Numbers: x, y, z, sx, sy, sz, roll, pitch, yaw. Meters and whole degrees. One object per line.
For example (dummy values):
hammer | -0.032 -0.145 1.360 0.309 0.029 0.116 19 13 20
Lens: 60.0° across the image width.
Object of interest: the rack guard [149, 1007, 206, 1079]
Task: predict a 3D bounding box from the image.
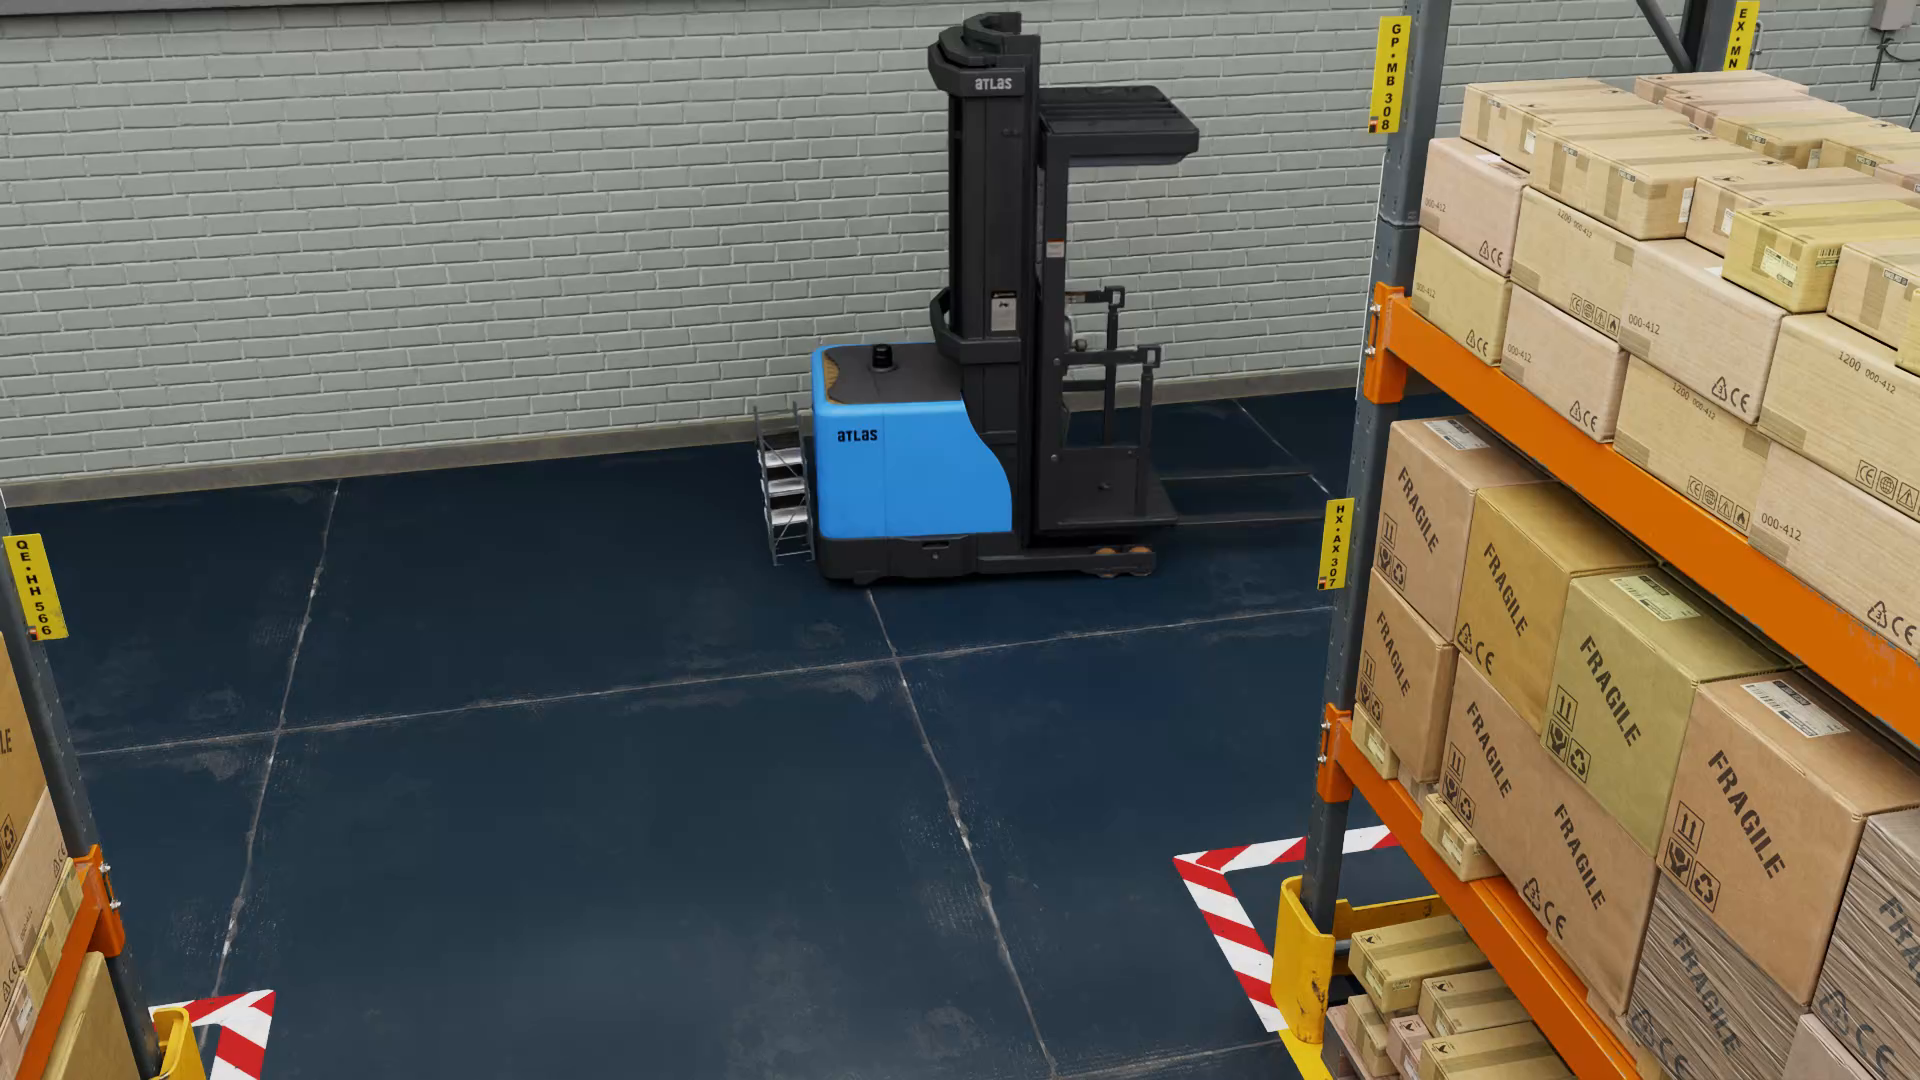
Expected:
rack guard | -3.101 1.911 5.410 1.175 0.500 0.348 -6 27 -12

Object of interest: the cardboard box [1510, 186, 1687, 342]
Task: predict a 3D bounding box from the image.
cardboard box | 1.724 -0.701 4.093 0.500 0.250 0.500 -6 27 -12

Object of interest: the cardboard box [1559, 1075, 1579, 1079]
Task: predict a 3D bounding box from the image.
cardboard box | 1.794 1.763 4.966 0.380 0.149 0.250 -7 28 -14

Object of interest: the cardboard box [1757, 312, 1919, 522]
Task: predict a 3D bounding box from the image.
cardboard box | 1.942 -0.256 3.212 0.500 0.250 0.500 -7 28 -14

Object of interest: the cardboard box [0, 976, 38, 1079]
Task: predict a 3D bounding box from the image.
cardboard box | -2.579 1.265 4.193 0.380 0.149 0.250 -6 27 -11

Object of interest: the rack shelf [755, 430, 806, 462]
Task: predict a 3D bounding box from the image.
rack shelf | -0.998 -0.523 9.249 0.258 0.077 0.200 -8 28 -10

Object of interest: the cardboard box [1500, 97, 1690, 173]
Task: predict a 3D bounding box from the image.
cardboard box | 1.651 -1.048 4.338 0.380 0.149 0.250 -5 27 -10

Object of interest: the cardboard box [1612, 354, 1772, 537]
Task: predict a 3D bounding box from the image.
cardboard box | 1.855 -0.247 3.747 0.500 0.250 0.500 -7 28 -13

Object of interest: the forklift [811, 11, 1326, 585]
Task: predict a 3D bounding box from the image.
forklift | 0.683 -1.329 9.131 3.031 2.935 1.130 -3 27 -5

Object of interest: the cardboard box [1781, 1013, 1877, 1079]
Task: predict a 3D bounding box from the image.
cardboard box | 2.050 1.294 3.416 0.500 0.500 0.500 -6 27 -12

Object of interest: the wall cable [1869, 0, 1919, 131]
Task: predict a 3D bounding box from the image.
wall cable | 6.645 -3.277 11.786 0.588 1.984 0.122 -6 27 -12

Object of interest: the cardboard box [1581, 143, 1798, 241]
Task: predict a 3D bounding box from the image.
cardboard box | 1.695 -0.815 3.876 0.380 0.149 0.250 -6 27 -11

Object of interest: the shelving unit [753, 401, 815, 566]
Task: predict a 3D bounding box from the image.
shelving unit | -0.987 -0.313 9.357 0.258 0.900 0.210 -8 28 -10

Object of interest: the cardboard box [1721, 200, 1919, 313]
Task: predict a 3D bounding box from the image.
cardboard box | 1.822 -0.587 3.425 0.380 0.149 0.250 -5 27 -10

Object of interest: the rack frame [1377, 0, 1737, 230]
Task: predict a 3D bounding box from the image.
rack frame | 1.759 -2.332 4.384 1.000 3.000 0.127 -6 27 -12

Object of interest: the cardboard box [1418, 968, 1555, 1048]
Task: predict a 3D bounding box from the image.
cardboard box | 1.726 1.539 5.410 0.380 0.149 0.250 -5 27 -11

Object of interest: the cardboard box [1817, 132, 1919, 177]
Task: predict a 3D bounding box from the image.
cardboard box | 2.304 -0.875 3.996 0.380 0.149 0.250 -6 27 -11

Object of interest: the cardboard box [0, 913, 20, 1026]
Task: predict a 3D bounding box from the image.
cardboard box | -2.614 1.148 3.983 0.500 0.250 0.500 -6 27 -12

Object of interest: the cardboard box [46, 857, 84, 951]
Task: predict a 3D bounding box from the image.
cardboard box | -2.695 1.040 4.639 0.380 0.149 0.250 -5 27 -11

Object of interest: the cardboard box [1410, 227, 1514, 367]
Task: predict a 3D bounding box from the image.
cardboard box | 1.612 -0.703 4.652 0.500 0.250 0.500 -5 27 -10

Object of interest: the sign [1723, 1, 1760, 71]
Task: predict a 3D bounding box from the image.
sign | 2.305 -1.436 4.955 0.100 0.325 0.005 -6 27 -12

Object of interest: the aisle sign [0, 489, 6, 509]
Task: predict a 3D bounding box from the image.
aisle sign | -2.820 -0.417 4.363 0.394 0.787 0.004 -6 27 -12

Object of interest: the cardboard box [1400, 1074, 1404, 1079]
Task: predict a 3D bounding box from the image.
cardboard box | 1.704 1.800 5.552 0.380 0.149 0.250 -6 27 -12

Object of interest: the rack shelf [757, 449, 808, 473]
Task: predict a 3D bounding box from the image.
rack shelf | -0.993 -0.443 9.290 0.258 0.077 0.200 -8 28 -10

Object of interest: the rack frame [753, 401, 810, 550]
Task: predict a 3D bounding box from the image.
rack frame | -1.009 -0.358 9.446 0.240 0.900 0.006 -8 28 -10

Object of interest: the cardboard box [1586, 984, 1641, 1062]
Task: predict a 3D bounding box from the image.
cardboard box | 1.876 1.197 4.328 0.380 0.149 0.250 -6 27 -13

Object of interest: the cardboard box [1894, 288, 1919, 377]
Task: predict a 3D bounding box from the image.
cardboard box | 1.930 -0.355 2.965 0.380 0.149 0.250 -6 27 -12

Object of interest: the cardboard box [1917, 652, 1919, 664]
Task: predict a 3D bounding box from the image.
cardboard box | 2.071 0.198 2.865 0.500 0.250 0.500 -6 27 -12

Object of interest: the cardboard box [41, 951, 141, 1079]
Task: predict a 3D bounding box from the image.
cardboard box | -2.874 1.839 4.669 0.875 0.875 0.875 -6 27 -12

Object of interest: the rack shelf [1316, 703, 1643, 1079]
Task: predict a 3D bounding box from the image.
rack shelf | 2.210 1.545 4.158 1.077 0.370 4.000 -6 27 -12

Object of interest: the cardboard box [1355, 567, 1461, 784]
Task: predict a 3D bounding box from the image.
cardboard box | 1.591 0.394 5.200 0.500 0.500 0.500 -5 27 -9

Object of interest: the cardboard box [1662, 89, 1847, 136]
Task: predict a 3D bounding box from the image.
cardboard box | 2.102 -1.095 4.431 0.380 0.149 0.250 -6 27 -11

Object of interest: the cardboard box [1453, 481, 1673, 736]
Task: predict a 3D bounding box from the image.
cardboard box | 1.722 0.167 4.539 0.500 0.500 0.500 -5 27 -10

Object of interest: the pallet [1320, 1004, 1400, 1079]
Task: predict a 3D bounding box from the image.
pallet | 1.925 1.984 5.584 1.003 0.211 1.213 -6 27 -12

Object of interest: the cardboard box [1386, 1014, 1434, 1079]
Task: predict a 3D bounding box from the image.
cardboard box | 1.634 1.680 5.460 0.380 0.149 0.250 -6 27 -12

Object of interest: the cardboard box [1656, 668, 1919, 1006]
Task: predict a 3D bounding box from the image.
cardboard box | 1.936 0.621 3.640 0.500 0.500 0.500 -7 28 -13

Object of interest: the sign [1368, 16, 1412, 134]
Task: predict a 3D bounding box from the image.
sign | 1.231 -1.328 4.754 0.100 0.325 0.005 -6 27 -12

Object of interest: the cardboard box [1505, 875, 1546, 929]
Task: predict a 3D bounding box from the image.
cardboard box | 1.811 0.965 4.789 0.380 0.149 0.250 -5 27 -9

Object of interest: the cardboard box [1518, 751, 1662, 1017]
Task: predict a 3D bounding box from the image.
cardboard box | 1.835 0.842 4.311 0.500 0.500 0.500 -6 27 -11

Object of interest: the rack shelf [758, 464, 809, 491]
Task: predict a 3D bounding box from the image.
rack shelf | -0.989 -0.363 9.331 0.258 0.077 0.200 -8 28 -10

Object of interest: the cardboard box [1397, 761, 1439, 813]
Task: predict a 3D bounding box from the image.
cardboard box | 1.611 0.741 5.232 0.380 0.149 0.250 -5 27 -10
